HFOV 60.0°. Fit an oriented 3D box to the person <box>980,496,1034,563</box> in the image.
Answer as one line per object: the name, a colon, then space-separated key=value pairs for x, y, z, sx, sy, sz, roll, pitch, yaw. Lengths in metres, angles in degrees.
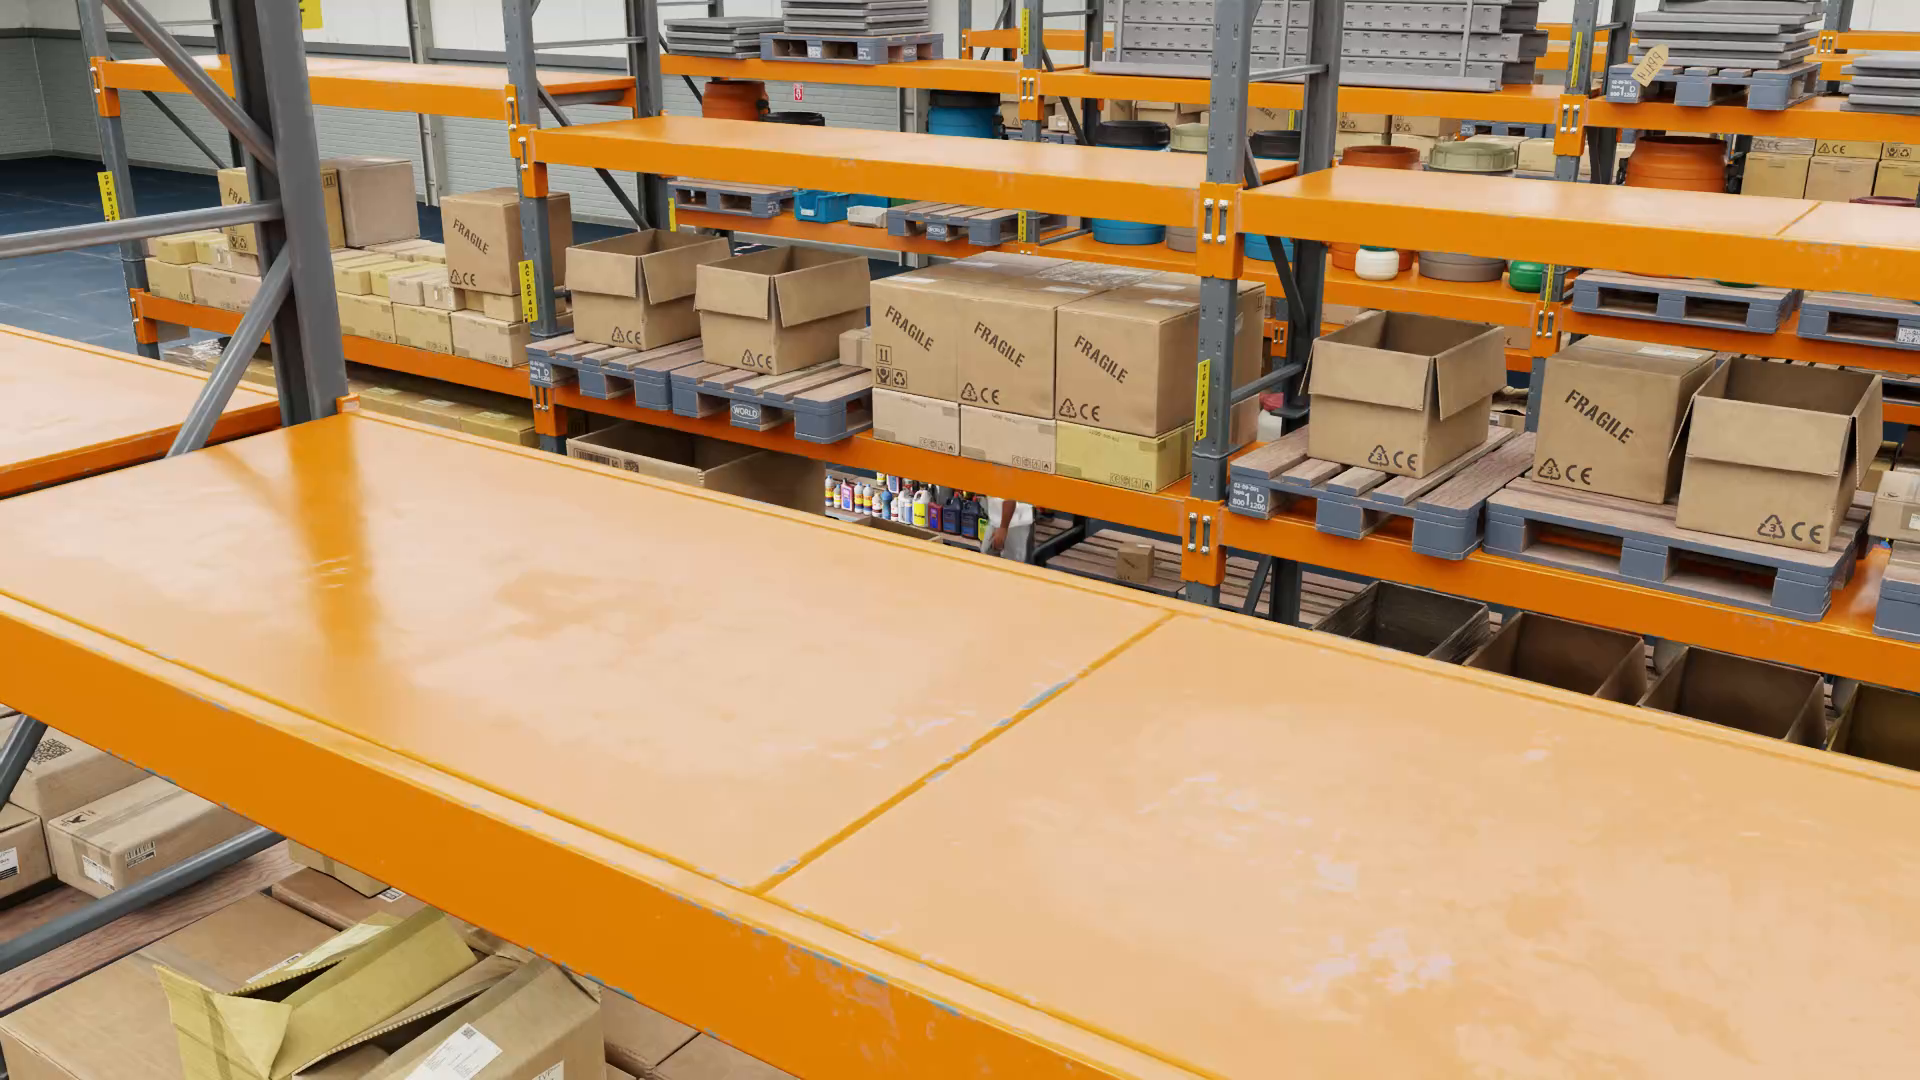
person: x=0.406 y=-0.141 z=12.633 sx=0.879 sy=1.730 sz=0.645 roll=-4 pitch=20 yaw=-11
